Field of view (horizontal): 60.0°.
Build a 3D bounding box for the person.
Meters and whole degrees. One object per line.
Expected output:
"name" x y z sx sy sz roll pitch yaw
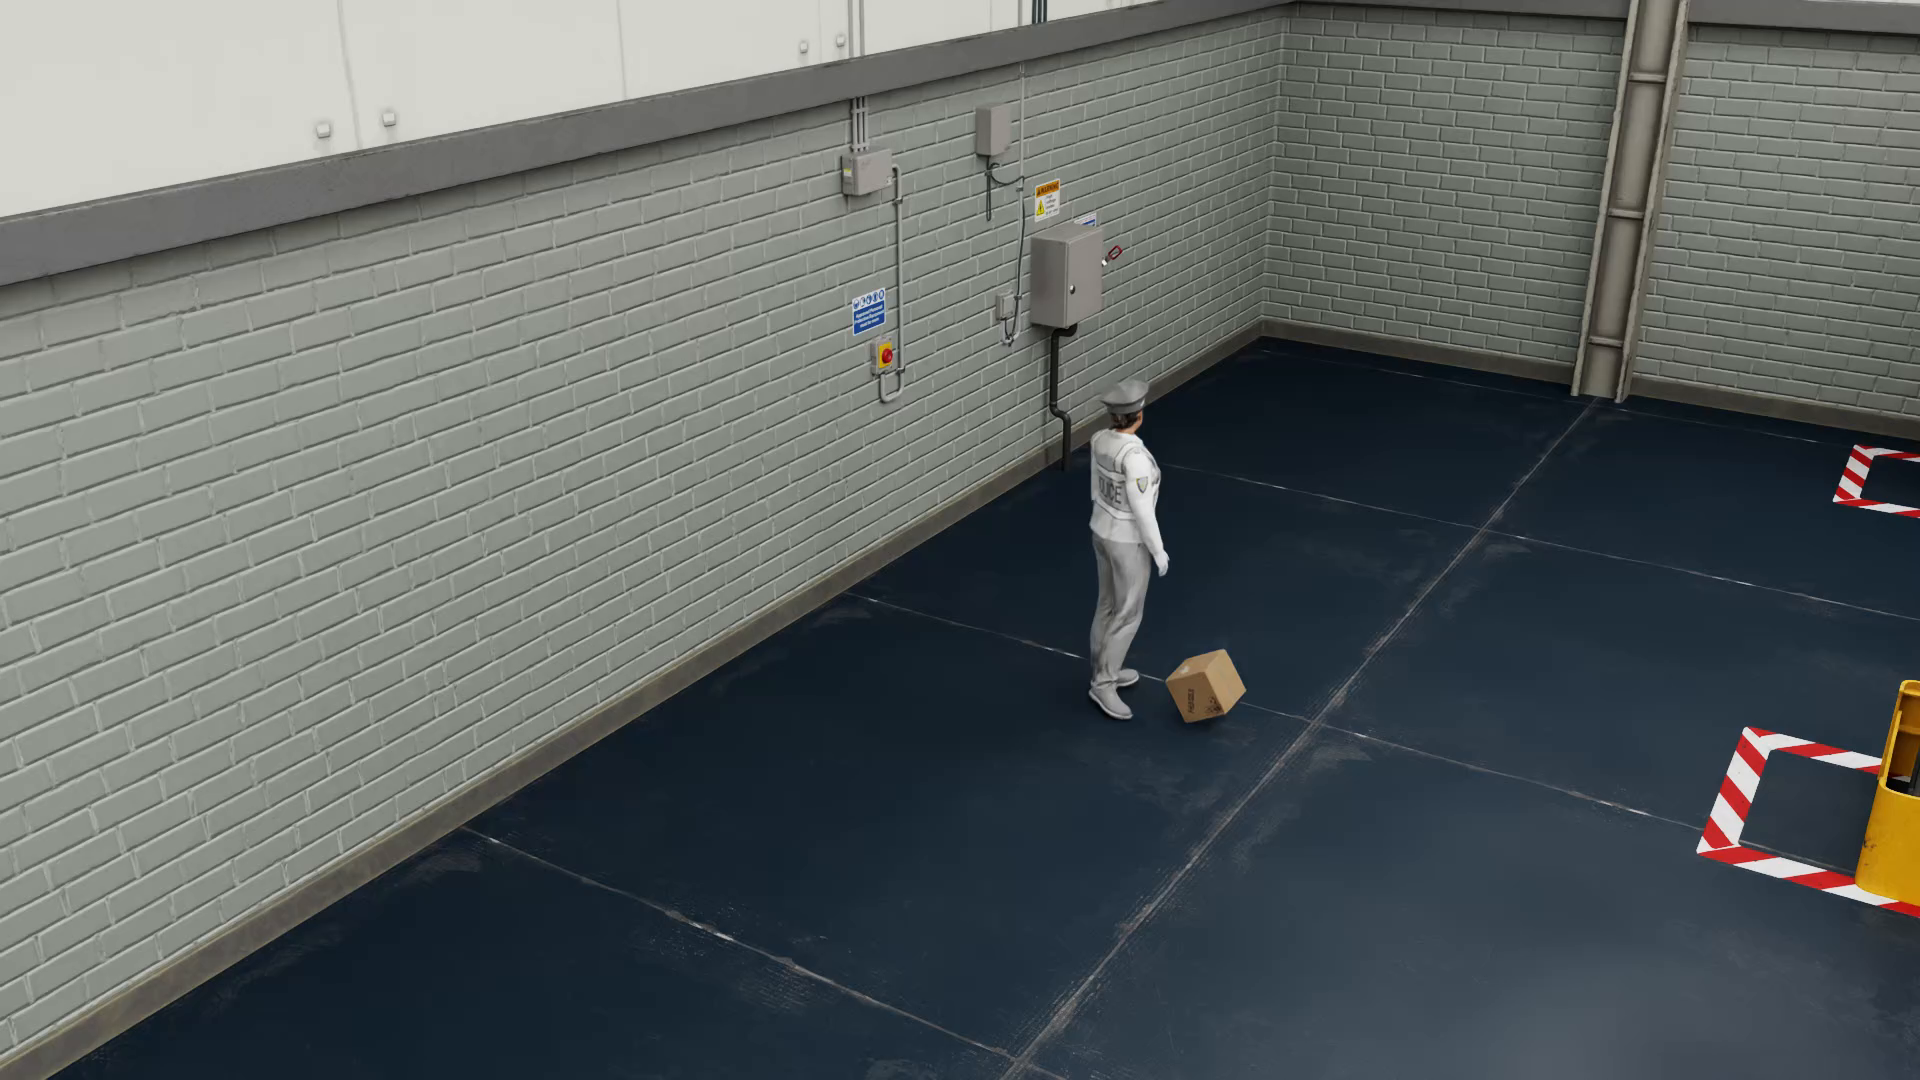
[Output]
"person" 0.830 0.034 8.476 0.400 1.673 0.621 -8 25 -19
